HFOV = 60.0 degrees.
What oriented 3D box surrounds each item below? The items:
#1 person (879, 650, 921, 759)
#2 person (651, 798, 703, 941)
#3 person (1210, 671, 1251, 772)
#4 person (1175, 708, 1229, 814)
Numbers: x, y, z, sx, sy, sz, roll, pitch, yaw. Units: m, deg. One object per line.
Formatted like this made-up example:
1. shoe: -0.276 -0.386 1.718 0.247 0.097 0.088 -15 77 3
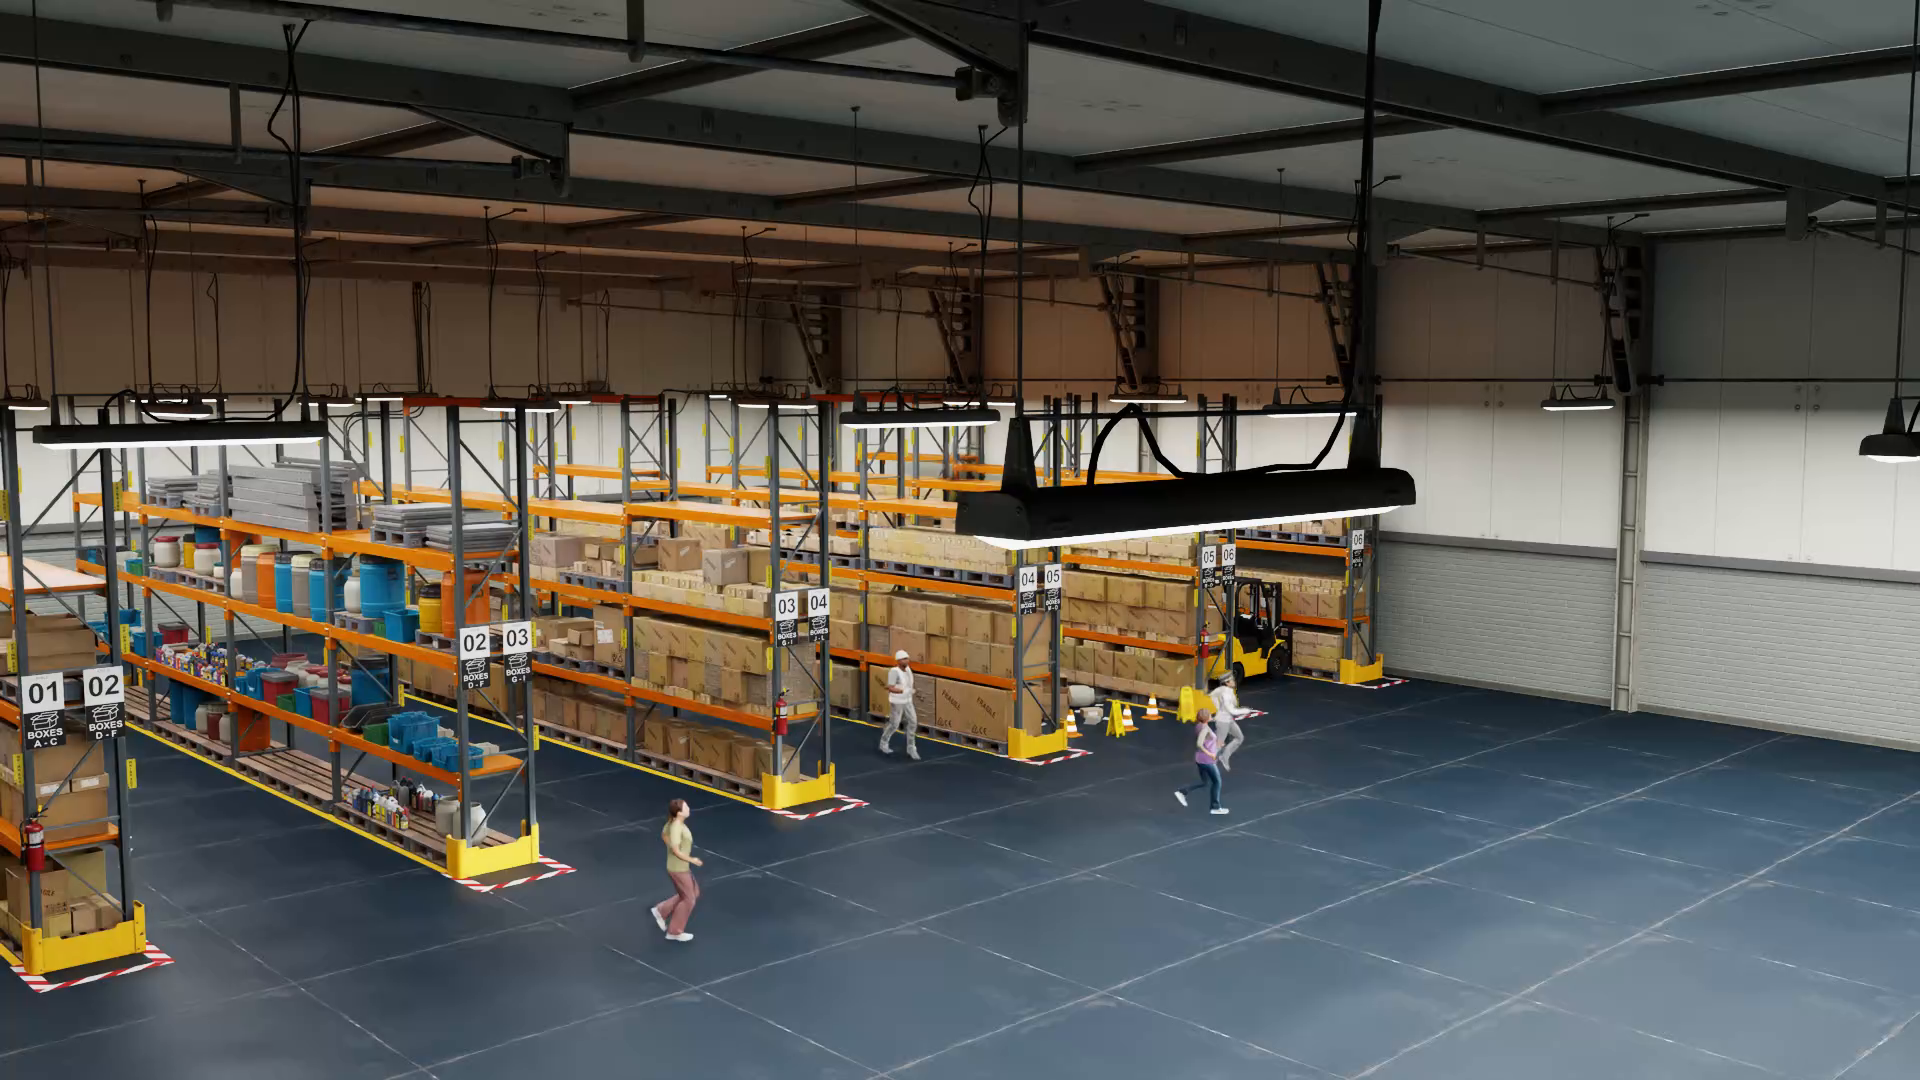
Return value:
1. person: -0.999 2.762 27.847 0.784 1.859 0.707 4 7 36
2. person: -3.203 3.711 18.777 0.569 1.630 0.610 -1 6 -14
3. person: 4.249 2.905 26.656 0.815 1.653 0.619 1 6 8
4. person: 3.530 3.213 24.156 0.792 1.566 0.548 -1 6 -6
